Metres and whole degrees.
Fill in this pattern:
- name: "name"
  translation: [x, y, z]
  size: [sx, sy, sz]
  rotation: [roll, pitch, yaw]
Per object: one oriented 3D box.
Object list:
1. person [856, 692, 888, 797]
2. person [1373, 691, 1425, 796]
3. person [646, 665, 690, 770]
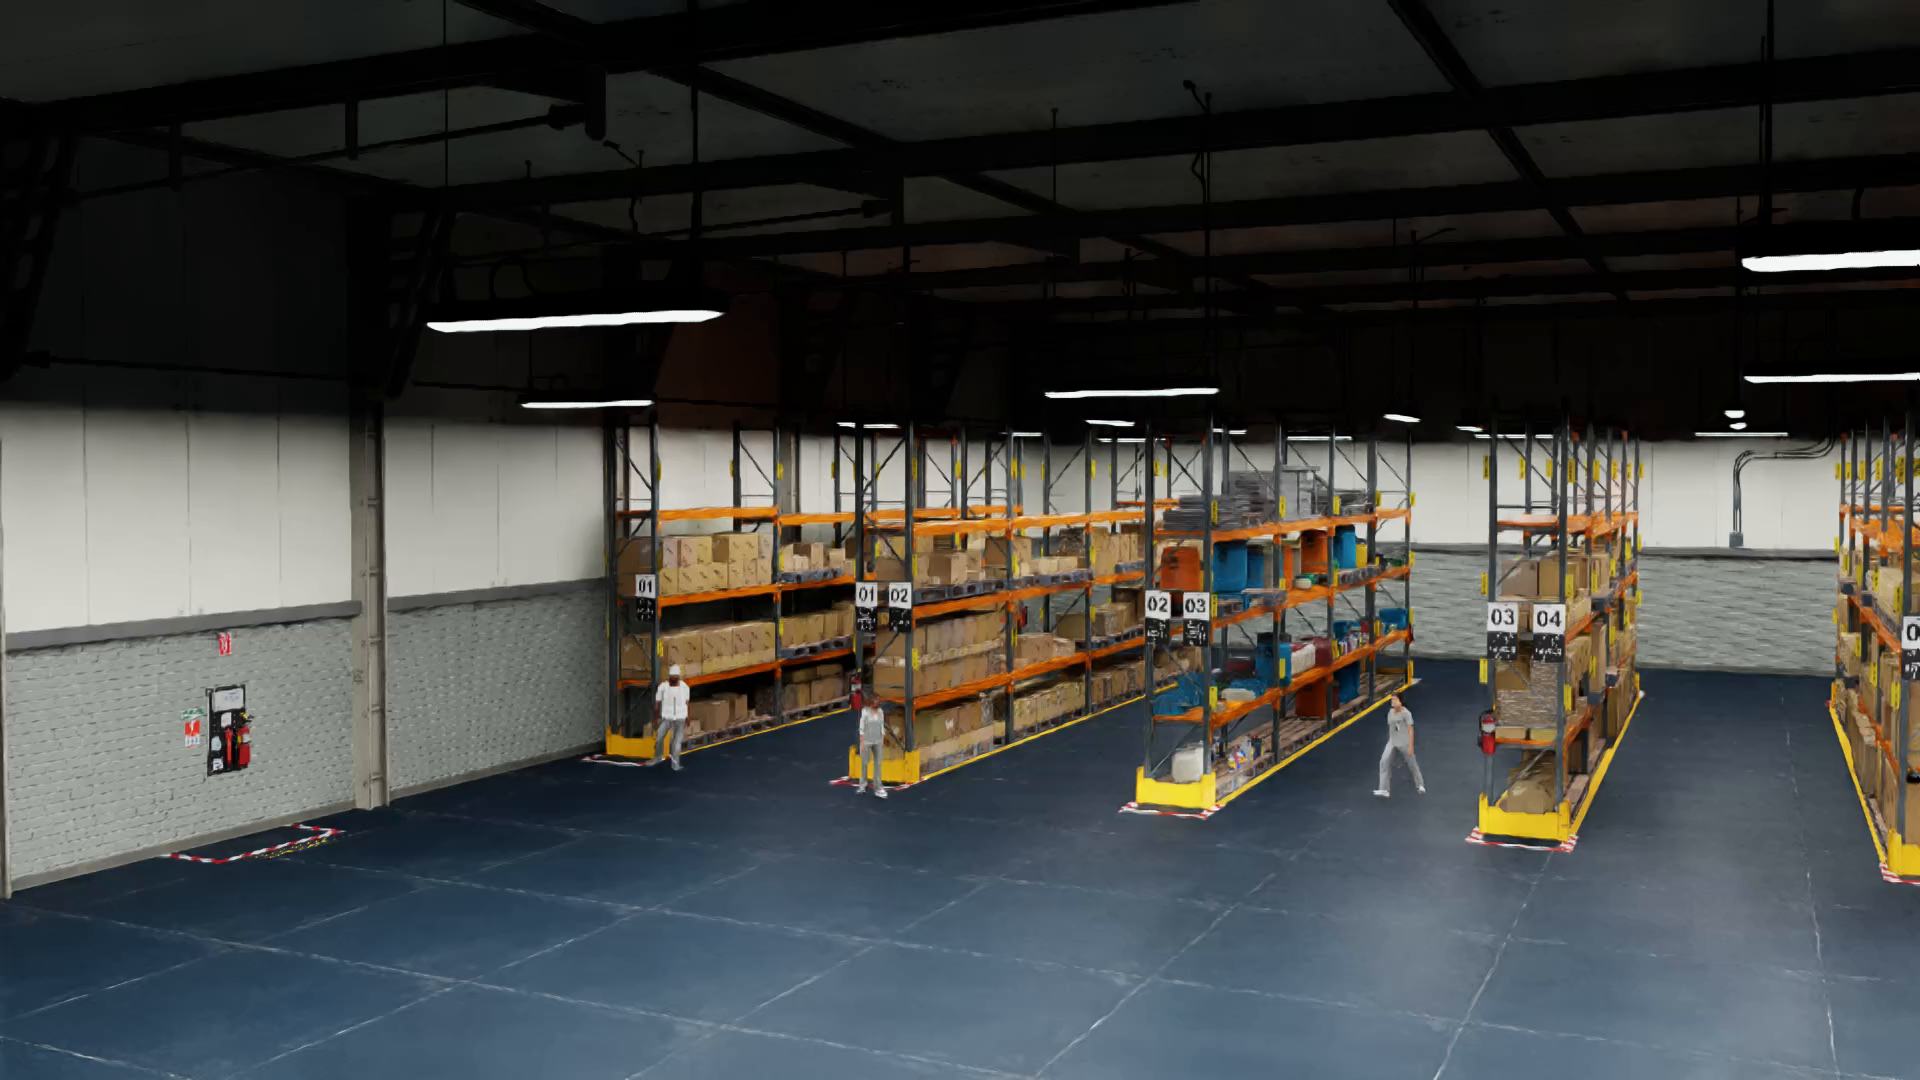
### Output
- name: "person"
  translation: [-1.366, 3.133, 25.603]
  size: [0.458, 1.601, 0.492]
  rotation: [-1, 3, -23]
- name: "person"
  translation: [6.787, 3.120, 25.557]
  size: [0.957, 1.611, 0.491]
  rotation: [-2, 3, -43]
- name: "person"
  translation: [-4.871, 2.953, 27.755]
  size: [0.739, 1.752, 0.531]
  rotation: [-1, 2, -14]
